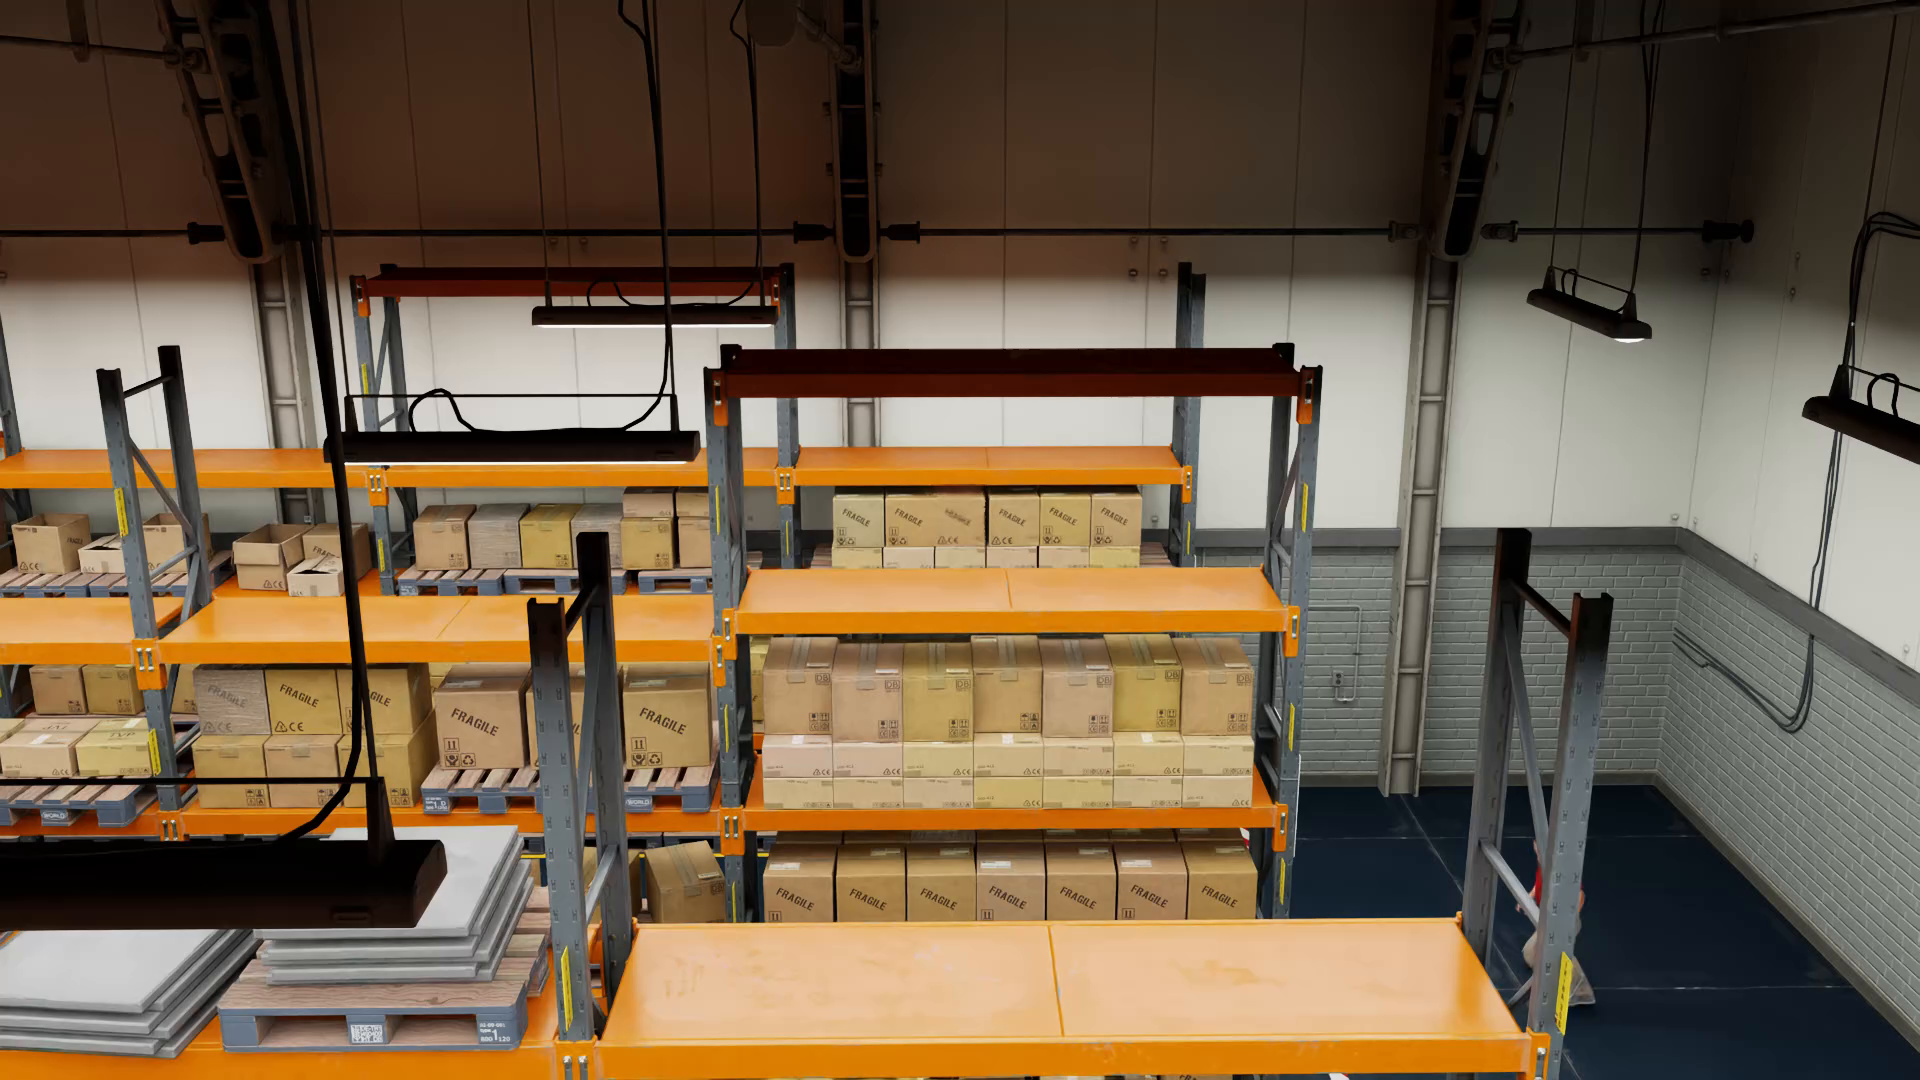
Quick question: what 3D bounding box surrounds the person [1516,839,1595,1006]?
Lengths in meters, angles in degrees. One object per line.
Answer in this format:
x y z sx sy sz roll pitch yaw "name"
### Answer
5.196 3.285 14.367 0.729 1.639 0.704 3 16 9 "person"
